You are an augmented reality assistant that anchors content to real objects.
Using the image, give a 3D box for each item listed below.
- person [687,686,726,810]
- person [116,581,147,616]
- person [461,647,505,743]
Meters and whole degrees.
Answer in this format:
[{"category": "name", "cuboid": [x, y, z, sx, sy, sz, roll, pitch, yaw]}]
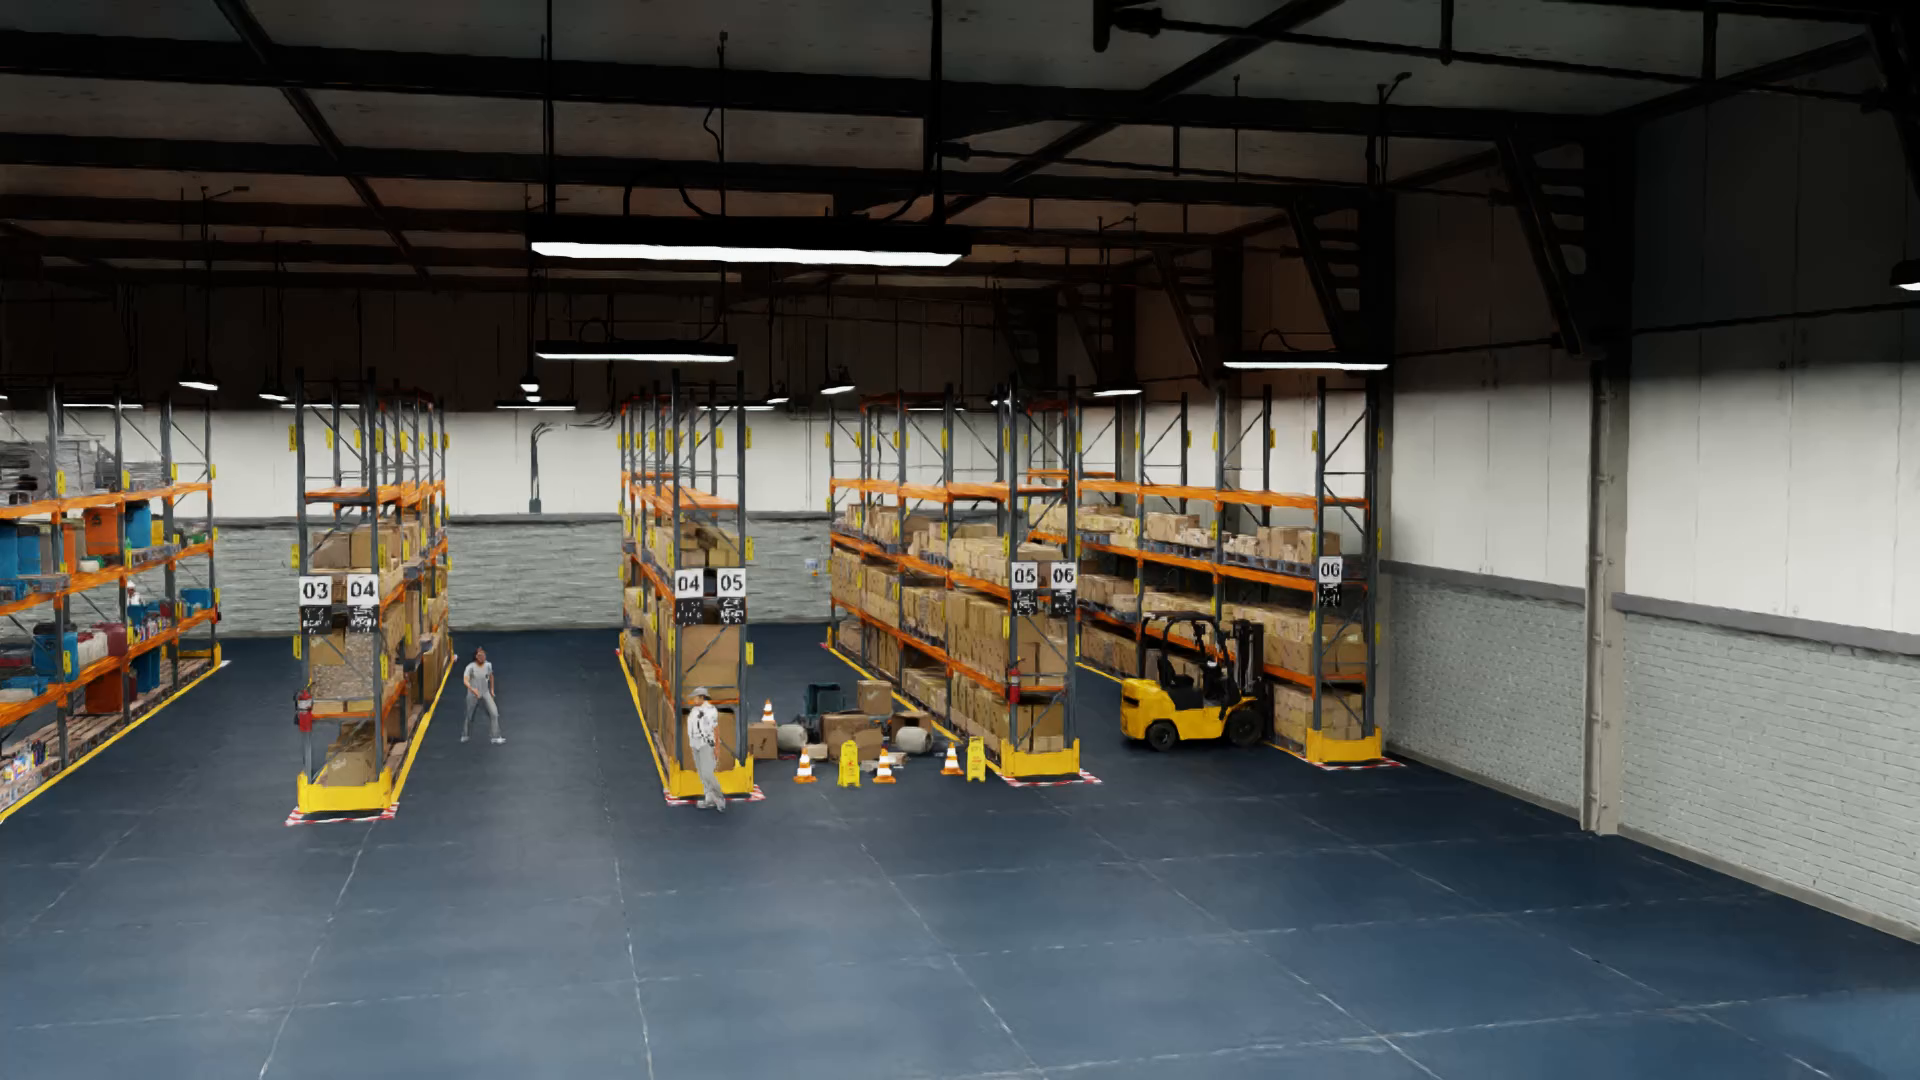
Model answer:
[{"category": "person", "cuboid": [-3.438, 2.818, 22.585, 0.426, 1.658, 0.602, -3, 5, -44]}, {"category": "person", "cuboid": [-19.481, 1.815, 39.105, 0.677, 1.726, 0.574, -1, 4, -16]}, {"category": "person", "cuboid": [-7.947, 2.547, 27.523, 0.609, 1.601, 0.817, -2, 4, -31]}]
